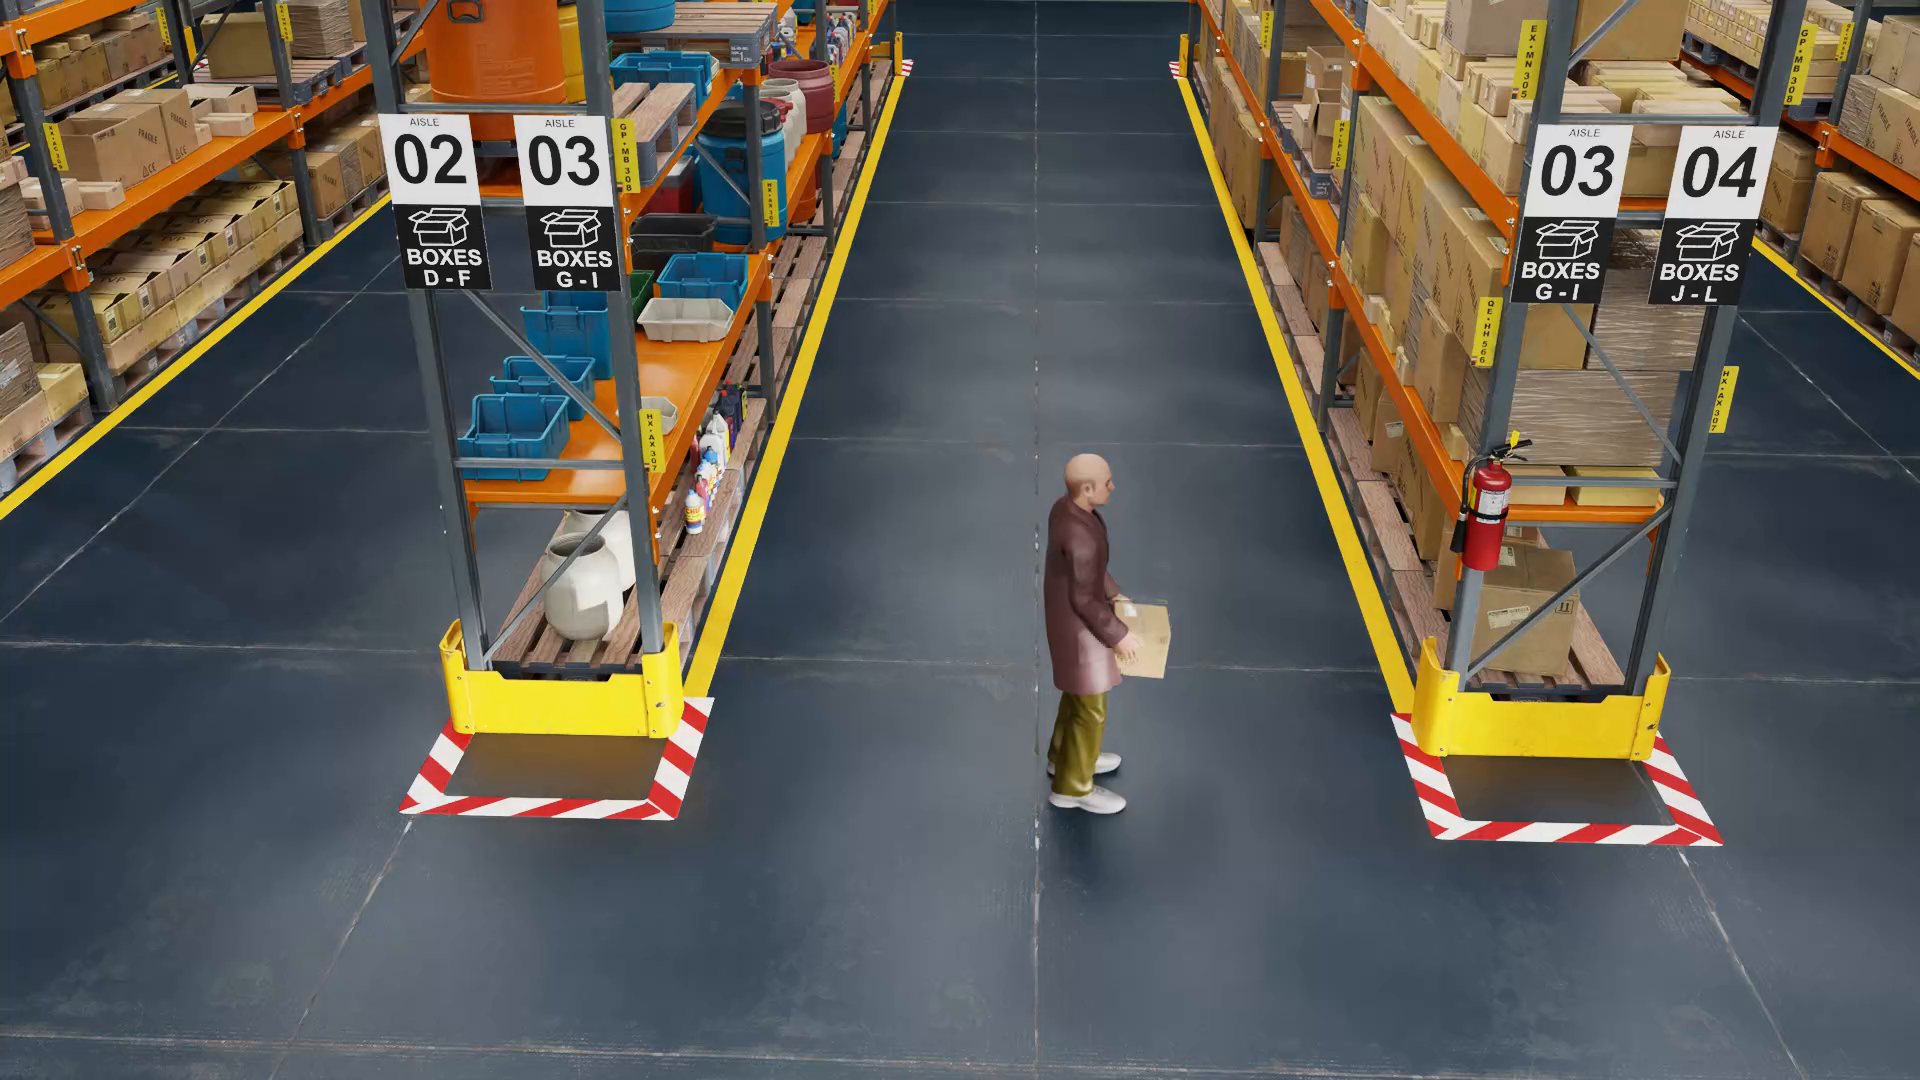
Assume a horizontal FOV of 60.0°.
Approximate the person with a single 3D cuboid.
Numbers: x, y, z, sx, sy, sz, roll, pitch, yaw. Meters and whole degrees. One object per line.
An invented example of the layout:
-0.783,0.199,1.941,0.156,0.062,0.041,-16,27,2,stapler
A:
0.615,0.417,7.831,0.455,1.782,0.577,0,28,1,person
